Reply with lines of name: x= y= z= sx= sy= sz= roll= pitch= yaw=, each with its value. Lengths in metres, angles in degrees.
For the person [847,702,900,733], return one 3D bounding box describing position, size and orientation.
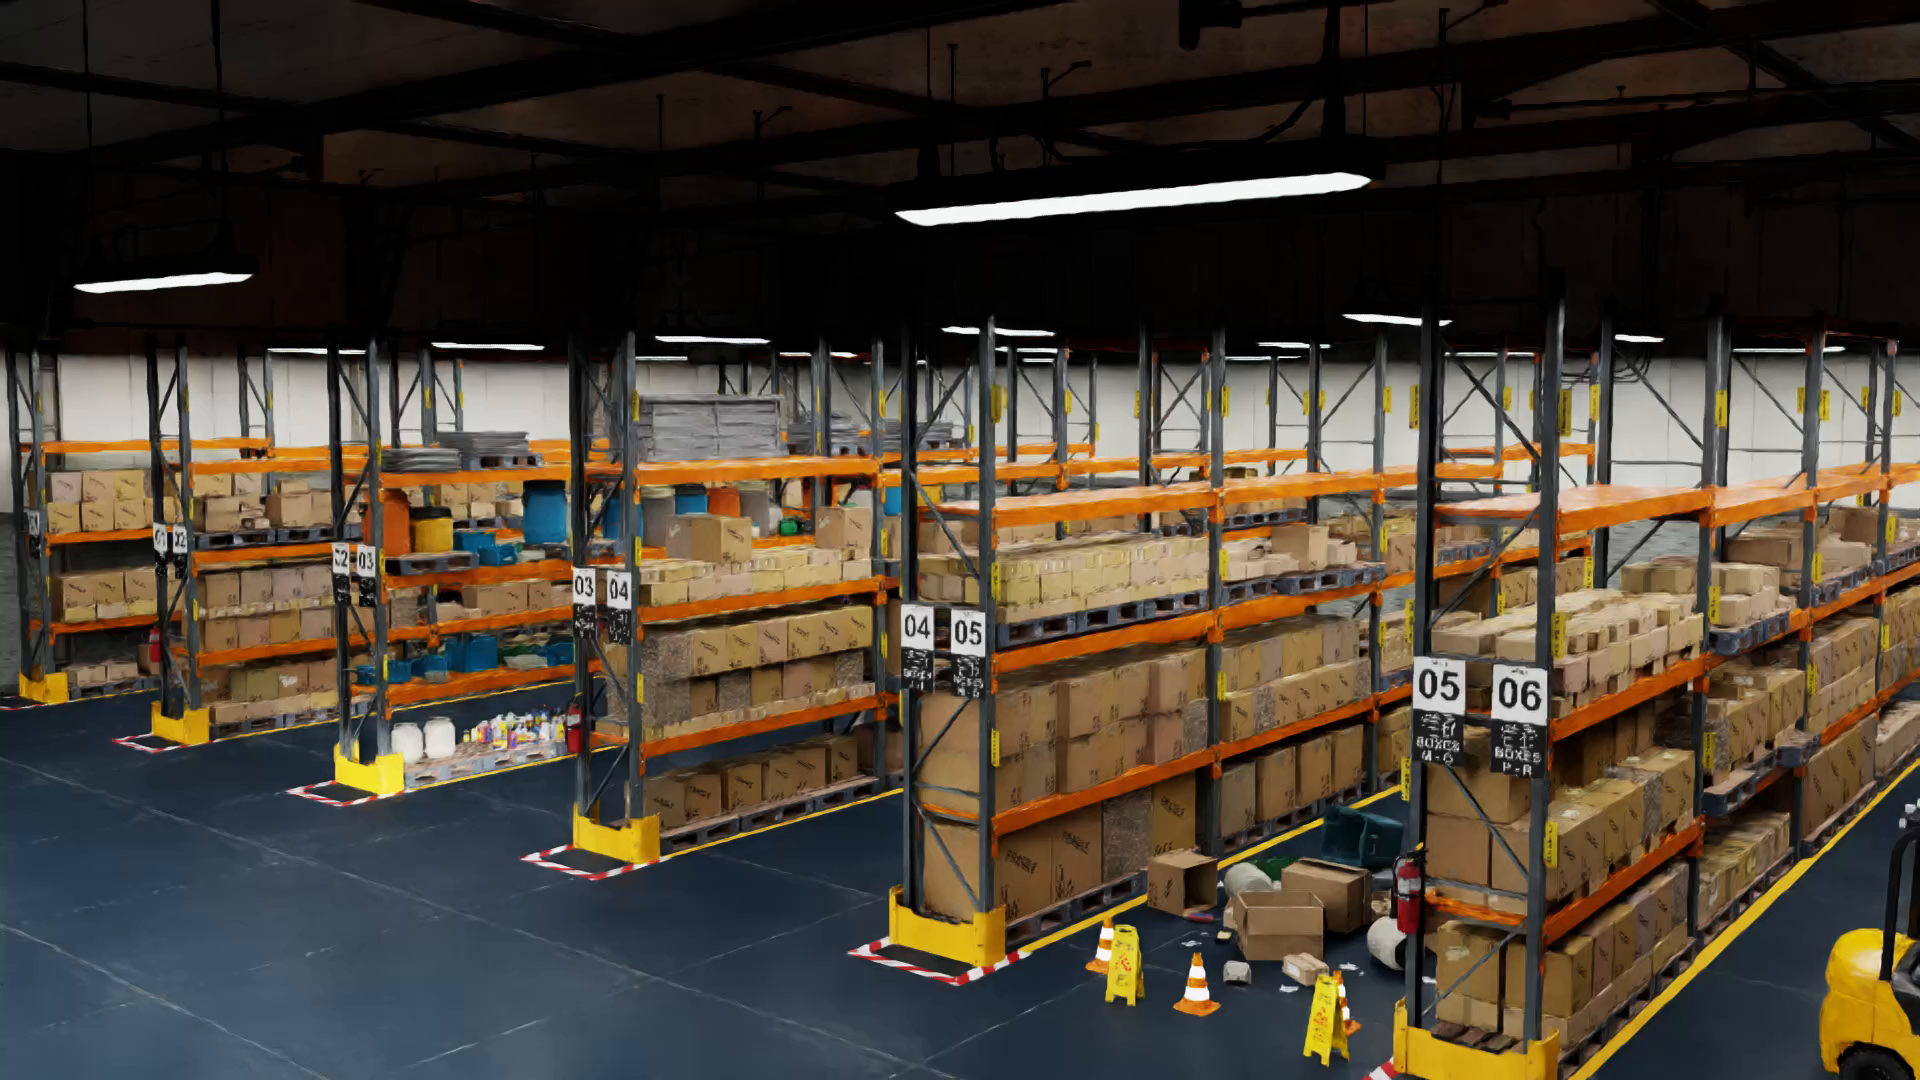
person: x=-1.230 y=2.110 z=25.027 sx=0.481 sy=1.580 sz=1.094 roll=5 pitch=7 yaw=42
